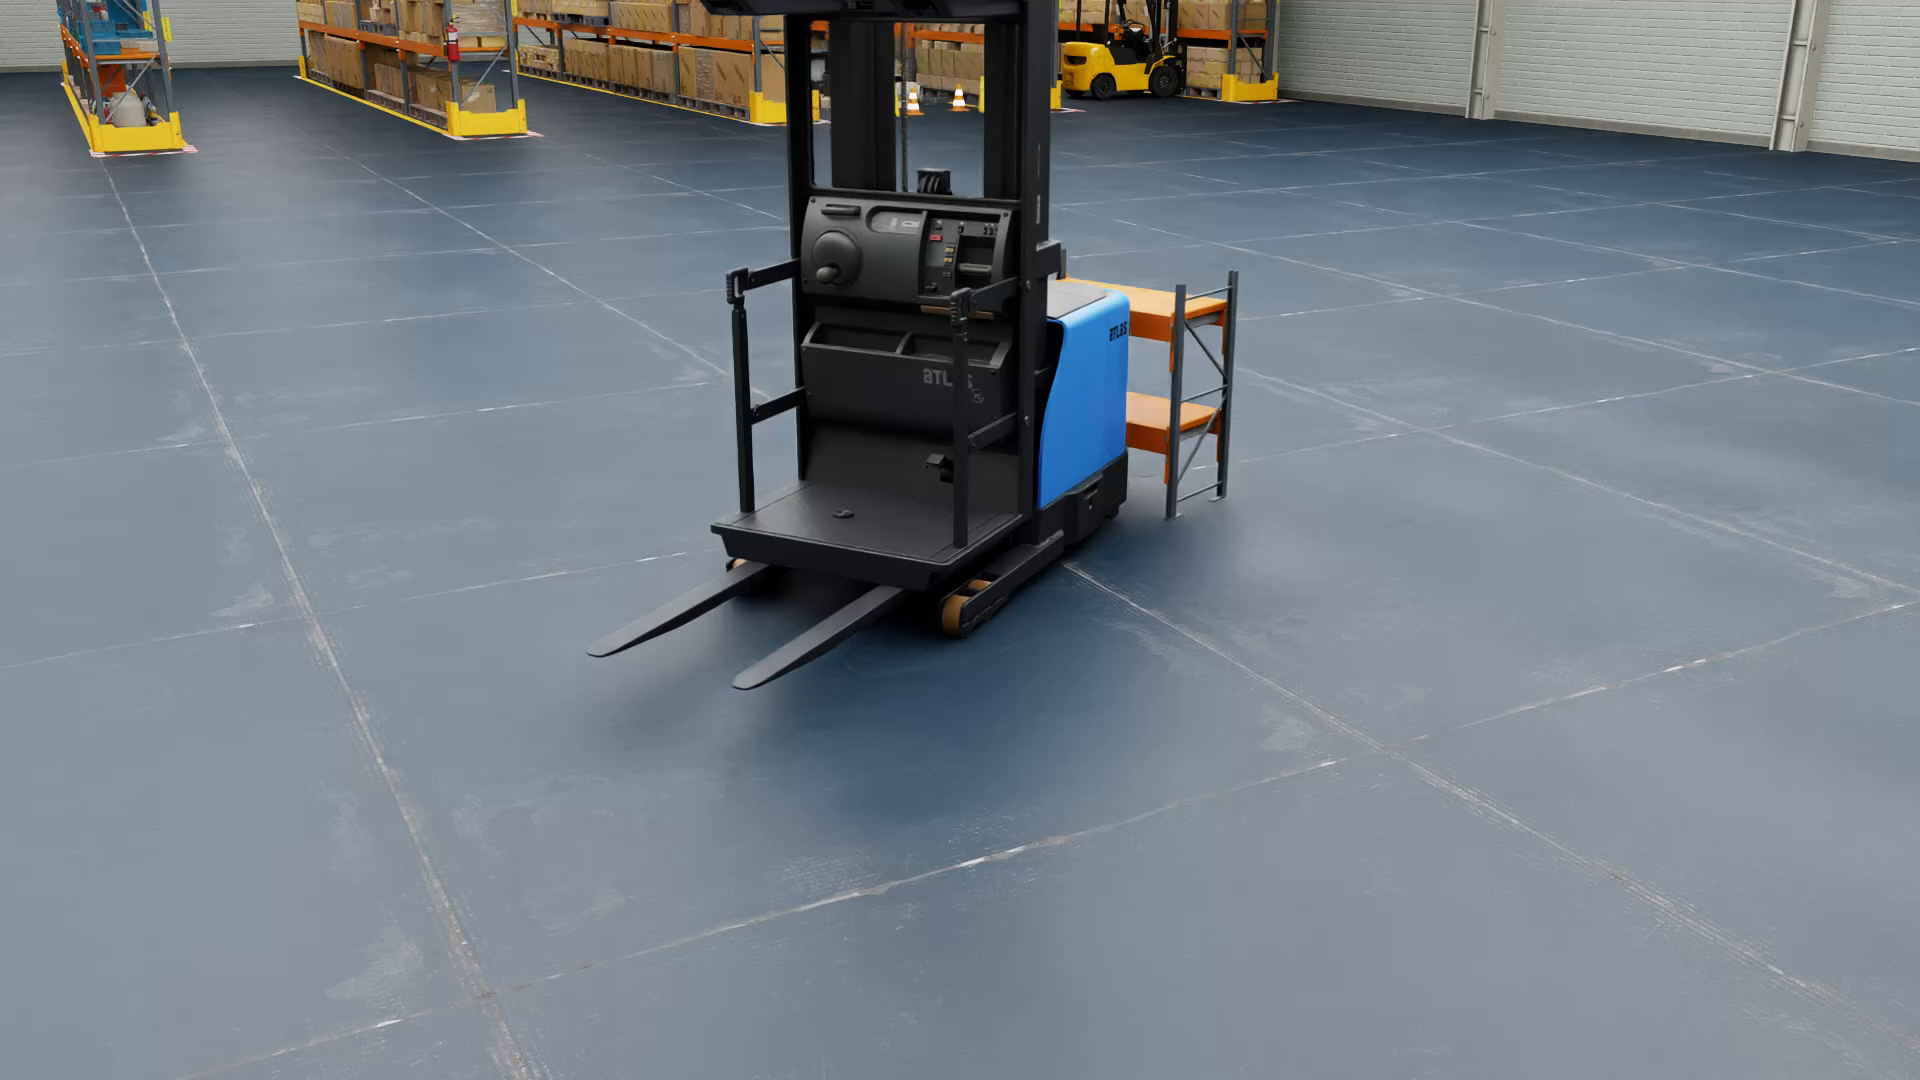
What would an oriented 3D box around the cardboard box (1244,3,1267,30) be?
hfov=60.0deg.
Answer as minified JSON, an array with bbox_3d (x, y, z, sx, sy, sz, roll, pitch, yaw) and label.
[{"bbox_3d":[5.703,-10.338,32.838,0.500,0.500,0.500,-9,21,-25],"label":"cardboard box"}]

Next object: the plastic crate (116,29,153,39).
[{"bbox_3d":[-12.888,-7.835,25.968,0.499,0.251,0.616,-10,21,-27],"label":"plastic crate"}]

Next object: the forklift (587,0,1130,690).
[{"bbox_3d":[-0.319,-1.169,6.527,1.130,2.935,3.031,9,21,25],"label":"forklift"}]

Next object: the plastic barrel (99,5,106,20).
[{"bbox_3d":[-15.065,-9.308,29.798,0.600,0.536,0.708,-10,21,-27],"label":"plastic barrel"}]

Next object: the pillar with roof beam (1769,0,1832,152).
[{"bbox_3d":[8.066,-9.169,20.407,9.100,9.000,0.400,-10,21,-27],"label":"pillar with roof beam"}]

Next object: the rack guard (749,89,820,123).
[{"bbox_3d":[-2.970,-7.351,28.168,1.175,0.500,0.348,-10,21,-27],"label":"rack guard"}]

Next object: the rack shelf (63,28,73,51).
[{"bbox_3d":[-16.502,-9.564,31.851,1.077,0.370,4.000,-10,21,-27],"label":"rack shelf"}]

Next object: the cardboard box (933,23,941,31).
[{"bbox_3d":[-0.300,-10.012,32.433,0.380,0.149,0.250,-9,21,-25],"label":"cardboard box"}]

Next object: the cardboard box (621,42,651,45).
[{"bbox_3d":[-6.895,-10.443,35.335,0.500,0.250,0.500,-11,22,-29],"label":"cardboard box"}]

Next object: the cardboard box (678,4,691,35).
[{"bbox_3d":[-4.695,-9.655,30.782,0.875,0.550,0.550,-10,21,-27],"label":"cardboard box"}]

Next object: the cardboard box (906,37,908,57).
[{"bbox_3d":[-1.162,-13.106,44.203,0.500,0.500,0.500,-10,21,-26],"label":"cardboard box"}]

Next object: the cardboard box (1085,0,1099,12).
[{"bbox_3d":[3.085,-11.667,36.307,0.500,0.250,0.500,-11,22,-28],"label":"cardboard box"}]

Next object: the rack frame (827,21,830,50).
[{"bbox_3d":[-2.472,-11.632,36.742,1.000,3.000,0.127,-10,21,-27],"label":"rack frame"}]

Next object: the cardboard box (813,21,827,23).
[{"bbox_3d":[-2.940,-11.666,37.070,0.500,0.250,0.500,-11,22,-29],"label":"cardboard box"}]

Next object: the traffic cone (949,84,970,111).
[{"bbox_3d":[-0.012,-8.060,30.279,0.336,0.463,0.334,-10,21,-27],"label":"traffic cone"}]

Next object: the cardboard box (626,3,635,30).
[{"bbox_3d":[-6.322,-10.422,33.083,0.500,0.500,0.500,-10,21,-27],"label":"cardboard box"}]

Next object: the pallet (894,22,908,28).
[{"bbox_3d":[-0.807,-10.635,34.147,1.003,0.211,1.213,-10,21,-27],"label":"pallet"}]

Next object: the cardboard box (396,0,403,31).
[{"bbox_3d":[-9.135,-8.998,28.499,0.875,0.500,0.500,-10,21,-27],"label":"cardboard box"}]

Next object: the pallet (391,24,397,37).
[{"bbox_3d":[-9.529,-9.100,29.698,1.003,0.211,1.213,-10,21,-27],"label":"pallet"}]

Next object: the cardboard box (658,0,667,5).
[{"bbox_3d":[-5.368,-10.497,31.766,0.700,0.500,0.500,-10,22,-28],"label":"cardboard box"}]

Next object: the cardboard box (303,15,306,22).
[{"bbox_3d":[-14.744,-11.900,37.904,0.380,0.149,0.250,-10,22,-27],"label":"cardboard box"}]

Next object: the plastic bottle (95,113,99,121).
[{"bbox_3d":[-13.011,-6.377,25.130,0.097,0.201,0.097,0,19,0],"label":"plastic bottle"}]

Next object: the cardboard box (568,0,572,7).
[{"bbox_3d":[-8.270,-11.644,36.064,0.380,0.149,0.250,-10,22,-28],"label":"cardboard box"}]

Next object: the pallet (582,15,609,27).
[{"bbox_3d":[-7.212,-10.933,35.012,1.213,0.211,1.003,-10,21,-27],"label":"pallet"}]

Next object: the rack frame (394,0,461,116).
[{"bbox_3d":[-9.294,-8.948,28.966,1.000,3.000,0.127,-10,21,-27],"label":"rack frame"}]

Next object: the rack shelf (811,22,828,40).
[{"bbox_3d":[-3.422,-11.866,38.523,1.077,0.370,4.000,-10,21,-27],"label":"rack shelf"}]

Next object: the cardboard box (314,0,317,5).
[{"bbox_3d":[-13.781,-11.904,36.156,0.500,0.500,0.500,-10,21,-26],"label":"cardboard box"}]

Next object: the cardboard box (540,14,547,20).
[{"bbox_3d":[-9.570,-12.205,38.790,0.380,0.149,0.250,-11,22,-29],"label":"cardboard box"}]

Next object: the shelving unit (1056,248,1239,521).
[{"bbox_3d":[0.762,-0.795,8.212,1.048,1.125,0.538,15,24,38],"label":"shelving unit"}]

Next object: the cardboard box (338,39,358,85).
[{"bbox_3d":[-11.919,-9.749,33.900,1.225,0.875,0.875,-10,21,-26],"label":"cardboard box"}]

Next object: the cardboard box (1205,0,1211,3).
[{"bbox_3d":[5.066,-10.668,32.801,0.380,0.149,0.250,-10,21,-26],"label":"cardboard box"}]

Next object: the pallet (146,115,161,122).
[{"bbox_3d":[-13.370,-6.664,26.620,1.003,0.211,1.213,-10,21,-27],"label":"pallet"}]

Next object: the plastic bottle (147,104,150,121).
[{"bbox_3d":[-12.550,-6.647,25.805,0.097,0.271,0.097,0,19,0],"label":"plastic bottle"}]

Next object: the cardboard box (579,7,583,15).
[{"bbox_3d":[-7.902,-11.281,35.466,0.380,0.149,0.250,-11,22,-29],"label":"cardboard box"}]

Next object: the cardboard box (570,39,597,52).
[{"bbox_3d":[-8.306,-10.950,36.805,0.500,0.250,0.500,-9,21,-25],"label":"cardboard box"}]

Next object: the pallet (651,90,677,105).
[{"bbox_3d":[-5.313,-8.579,32.171,1.003,0.211,1.213,-10,21,-27],"label":"pallet"}]

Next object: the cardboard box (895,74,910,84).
[{"bbox_3d":[-1.261,-8.785,32.319,0.500,0.500,0.500,4,19,11],"label":"cardboard box"}]

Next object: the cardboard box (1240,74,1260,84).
[{"bbox_3d":[5.633,-9.175,33.194,0.500,0.250,0.500,-10,21,-26],"label":"cardboard box"}]

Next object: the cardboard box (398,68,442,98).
[{"bbox_3d":[-9.776,-8.294,30.227,0.700,0.500,0.500,-10,21,-27],"label":"cardboard box"}]

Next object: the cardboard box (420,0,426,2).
[{"bbox_3d":[-8.351,-8.867,26.587,0.500,0.500,0.500,-10,21,-27],"label":"cardboard box"}]

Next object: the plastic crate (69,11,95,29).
[{"bbox_3d":[-15.054,-8.849,28.578,0.402,0.464,0.583,-10,21,-27],"label":"plastic crate"}]

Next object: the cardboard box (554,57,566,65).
[{"bbox_3d":[-9.109,-11.017,38.231,0.380,0.149,0.250,-10,21,-26],"label":"cardboard box"}]

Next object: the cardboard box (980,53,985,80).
[{"bbox_3d":[0.717,-8.778,30.894,0.500,0.500,0.500,-10,21,-26],"label":"cardboard box"}]

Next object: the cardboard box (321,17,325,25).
[{"bbox_3d":[-13.526,-11.163,35.769,0.380,0.149,0.250,-10,21,-26],"label":"cardboard box"}]

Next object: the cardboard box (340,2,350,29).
[{"bbox_3d":[-12.127,-10.540,33.424,0.500,0.500,0.500,-11,22,-28],"label":"cardboard box"}]

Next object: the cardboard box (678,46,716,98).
[{"bbox_3d":[-4.644,-8.690,30.831,0.875,0.875,0.875,-10,21,-26],"label":"cardboard box"}]

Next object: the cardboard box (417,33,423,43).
[{"bbox_3d":[-8.732,-8.293,27.451,0.380,0.149,0.250,-10,21,-27],"label":"cardboard box"}]

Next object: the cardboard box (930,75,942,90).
[{"bbox_3d":[-0.266,-9.019,32.743,0.500,0.250,0.500,-9,21,-24],"label":"cardboard box"}]
